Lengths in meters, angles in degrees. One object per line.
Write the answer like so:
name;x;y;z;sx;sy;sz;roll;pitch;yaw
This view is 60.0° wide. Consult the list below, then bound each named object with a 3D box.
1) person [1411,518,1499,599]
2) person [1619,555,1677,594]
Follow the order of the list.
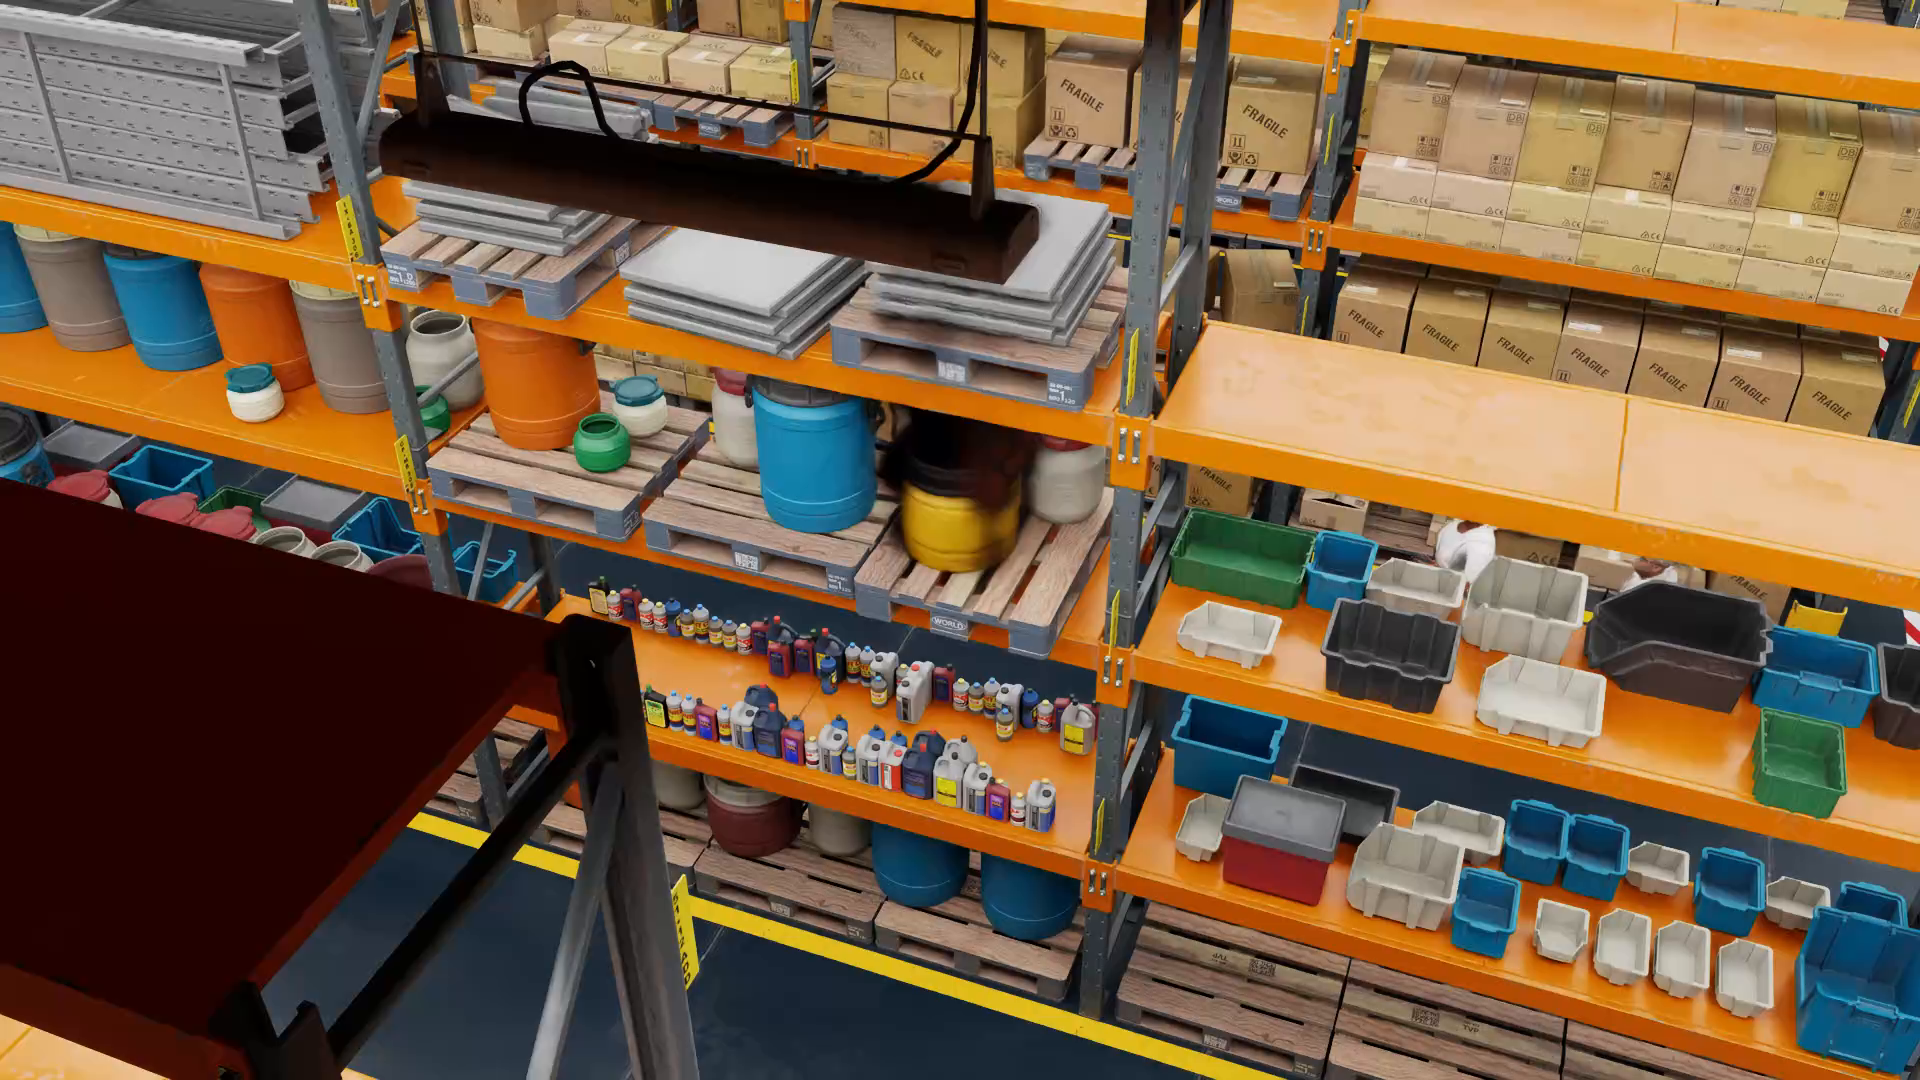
person;3.257;0.365;11.001;0.944;1.796;0.707;3;37;4
person;4.442;0.686;11.025;0.675;1.723;0.632;6;37;7
